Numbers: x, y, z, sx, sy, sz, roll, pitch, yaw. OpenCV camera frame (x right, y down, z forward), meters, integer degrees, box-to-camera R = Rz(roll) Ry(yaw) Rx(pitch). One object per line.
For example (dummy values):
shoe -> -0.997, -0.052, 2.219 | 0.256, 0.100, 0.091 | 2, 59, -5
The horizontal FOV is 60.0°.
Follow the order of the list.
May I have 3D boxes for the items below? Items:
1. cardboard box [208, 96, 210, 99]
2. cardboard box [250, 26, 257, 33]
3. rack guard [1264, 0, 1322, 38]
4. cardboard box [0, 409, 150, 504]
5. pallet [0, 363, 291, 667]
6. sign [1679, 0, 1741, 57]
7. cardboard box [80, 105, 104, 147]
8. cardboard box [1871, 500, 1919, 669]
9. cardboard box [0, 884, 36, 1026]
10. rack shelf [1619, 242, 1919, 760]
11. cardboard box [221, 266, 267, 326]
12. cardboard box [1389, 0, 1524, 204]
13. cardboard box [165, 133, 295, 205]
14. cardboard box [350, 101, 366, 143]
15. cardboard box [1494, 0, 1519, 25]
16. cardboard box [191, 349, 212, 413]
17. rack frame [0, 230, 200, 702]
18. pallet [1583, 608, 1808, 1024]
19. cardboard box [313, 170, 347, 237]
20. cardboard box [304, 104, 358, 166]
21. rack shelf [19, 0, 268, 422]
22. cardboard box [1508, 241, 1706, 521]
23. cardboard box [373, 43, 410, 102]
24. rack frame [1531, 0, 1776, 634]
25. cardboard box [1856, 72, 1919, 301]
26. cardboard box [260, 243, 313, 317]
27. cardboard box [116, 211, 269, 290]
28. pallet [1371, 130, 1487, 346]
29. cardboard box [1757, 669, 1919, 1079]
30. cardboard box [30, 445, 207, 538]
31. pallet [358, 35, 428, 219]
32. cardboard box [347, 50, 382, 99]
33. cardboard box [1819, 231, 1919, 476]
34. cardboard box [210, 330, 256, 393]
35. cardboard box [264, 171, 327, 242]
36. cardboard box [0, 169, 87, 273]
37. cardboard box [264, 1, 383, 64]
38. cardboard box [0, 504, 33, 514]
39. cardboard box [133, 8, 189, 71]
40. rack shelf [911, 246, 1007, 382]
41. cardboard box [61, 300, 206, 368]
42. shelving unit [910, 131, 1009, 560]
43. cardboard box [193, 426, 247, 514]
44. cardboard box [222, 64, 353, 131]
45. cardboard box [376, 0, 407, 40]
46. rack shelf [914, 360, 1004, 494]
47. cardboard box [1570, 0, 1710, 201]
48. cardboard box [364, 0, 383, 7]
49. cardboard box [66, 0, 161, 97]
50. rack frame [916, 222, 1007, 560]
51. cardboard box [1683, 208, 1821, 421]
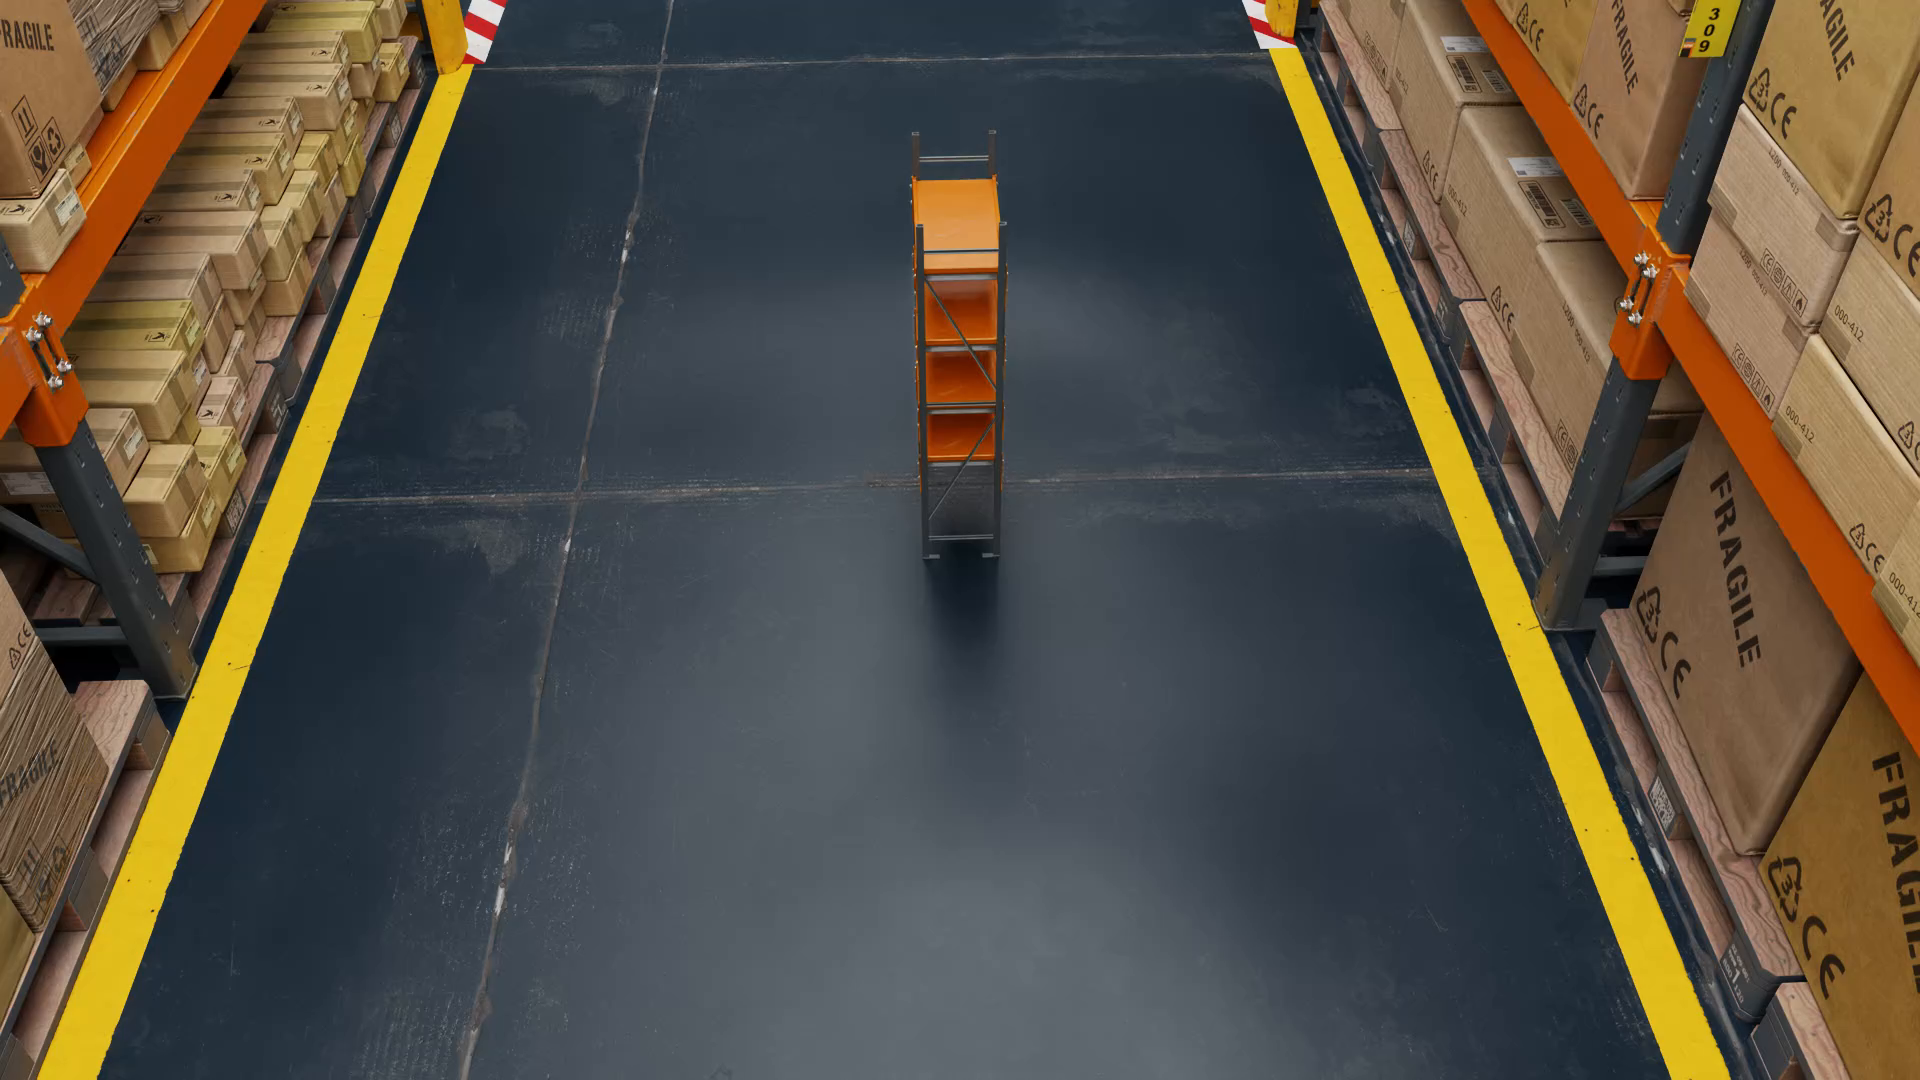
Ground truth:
cardboard box -> -3.157, -1.701, 6.465 | 0.380, 0.149, 0.250 | 0, 43, 0
cardboard box -> -3.114, -2.227, 7.038 | 0.380, 0.149, 0.250 | 0, 43, 0
rack guard -> 2.061, -2.679, 7.803 | 1.175, 0.500, 0.348 | -2, 43, -2
cardboard box -> -2.517, -0.235, 4.646 | 0.380, 0.149, 0.250 | 0, 43, 0
pallet -> -2.773, -0.098, 5.201 | 1.003, 0.211, 1.213 | -2, 43, -2
sign -> 1.677, -1.215, 3.657 | 0.100, 0.325, 0.005 | -2, 43, -2
cardboard box -> -2.544, -1.133, 4.452 | 0.380, 0.149, 0.250 | -3, 43, -4
cardboard box -> 2.016, 0.172, 2.954 | 0.500, 0.250, 0.500 | -2, 43, -2
cardboard box -> -2.405, 0.932, 3.553 | 0.500, 0.500, 0.500 | -3, 43, -3
rack shelf -> 2.317, 0.731, 2.765 | 1.077, 0.370, 4.000 | -2, 43, -2
cardboard box -> -2.549, -0.842, 5.527 | 0.380, 0.149, 0.250 | 0, 43, 0
cardboard box -> 2.237, -1.734, 6.508 | 0.875, 0.438, 0.875 | -1, 43, -1
cardboard box -> -2.558, -1.291, 5.797 | 0.380, 0.149, 0.250 | -1, 43, -2
cardboard box -> -2.588, -1.611, 6.586 | 0.380, 0.149, 0.250 | -1, 43, -1
cardboard box -> 1.893, -1.913, 5.043 | 0.500, 0.500, 0.500 | -2, 43, -2
cardboard box -> -2.552, -0.473, 5.125 | 0.380, 0.149, 0.250 | -2, 43, -2
rack frame -> -2.710, -0.674, 3.765 | 1.000, 3.000, 0.127 | -2, 43, -2
pallet -> 2.340, 0.663, 4.371 | 1.003, 0.211, 1.213 | -2, 43, -2
cardboard box -> -2.523, -1.255, 6.199 | 0.380, 0.149, 0.250 | -1, 43, -1
cardboard box -> -2.513, -1.540, 6.289 | 0.380, 0.149, 0.250 | -1, 43, -1
rack shelf -> -2.795, -1.759, 5.481 | 1.077, 0.370, 4.000 | -2, 43, -2
cardboard box -> 2.312, -0.521, 5.184 | 0.875, 0.438, 0.875 | -2, 43, -2
cardboard box -> -2.537, -1.958, 6.965 | 0.380, 0.149, 0.250 | 0, 43, 0
rack frame -> 2.232, -0.884, 3.995 | 1.000, 3.000, 0.127 | -2, 43, -2
cardboard box -> 2.012, -0.641, 2.916 | 0.500, 0.500, 0.500 | -2, 43, -2
cardboard box -> -2.500, -0.907, 5.819 | 0.380, 0.149, 0.250 | -3, 43, -3
cardboard box -> -2.493, -0.942, 5.417 | 0.380, 0.149, 0.250 | -1, 43, -1
pallet -> 2.223, -1.197, 6.400 | 1.003, 0.211, 1.213 | -2, 43, -2
cardboard box -> 2.384, 0.770, 3.451 | 0.875, 0.875, 0.875 | -1, 43, -1
cardboard box -> -2.405, -0.141, 4.763 | 0.380, 0.149, 0.250 | 0, 43, 0
pallet -> -2.877, -1.745, 6.998 | 1.003, 0.211, 1.213 | -2, 43, -2
cardboard box -> -2.548, -1.889, 6.670 | 0.380, 0.149, 0.250 | -3, 43, -4
cardboard box -> 2.019, -0.357, 3.160 | 0.500, 0.250, 0.500 | -1, 43, -1
cardboard box -> -2.538, -0.549, 5.428 | 0.380, 0.149, 0.250 | -2, 43, -3
cardboard box -> -2.481, -1.181, 5.897 | 0.380, 0.149, 0.250 | -1, 43, -1
cardboard box -> -2.395, -0.782, 4.069 | 0.380, 0.149, 0.250 | 0, 43, 0
cardboard box -> -2.513, -2.005, 6.576 | 0.380, 0.149, 0.250 | -3, 43, -3
cardboard box -> -2.994, -0.210, 5.059 | 0.380, 0.149, 0.250 | -1, 43, -1
cardboard box -> -2.495, -1.488, 4.840 | 0.380, 0.149, 0.250 | -1, 43, -1
rack shelf -> -0.007, -0.669, 4.861 | 0.258, 0.148, 0.480 | -2, 43, -2
cardboard box -> -2.530, -0.592, 5.035 | 0.380, 0.149, 0.250 | -2, 43, -2
shelving unit -> -0.007, -0.554, 4.966 | 0.258, 1.200, 0.503 | -2, 43, -2
cardboard box -> -2.415, -0.212, 5.061 | 0.380, 0.149, 0.250 | 0, 43, -1
cardboard box -> -2.498, -1.648, 6.187 | 0.380, 0.149, 0.250 | 0, 43, 0
cardboard box -> -2.572, -2.240, 7.052 | 0.380, 0.149, 0.250 | -3, 43, -3
rack shelf -> -0.007, -0.358, 5.146 | 0.258, 0.148, 0.480 | -2, 43, -2
cardboard box -> 1.957, -1.227, 4.294 | 0.500, 0.500, 0.500 | -1, 43, -1
cardboard box -> -2.604, -2.347, 6.950 | 0.380, 0.149, 0.250 | -1, 43, -1
cardboard box -> -2.507, -1.496, 4.368 | 0.500, 0.500, 0.500 | -2, 43, -2
rack frame -> 0.003, -0.389, 4.787 | 0.240, 1.200, 0.015 | -2, 43, -2
cardboard box -> 1.987, -0.524, 3.713 | 0.500, 0.250, 0.500 | -3, 43, -3
